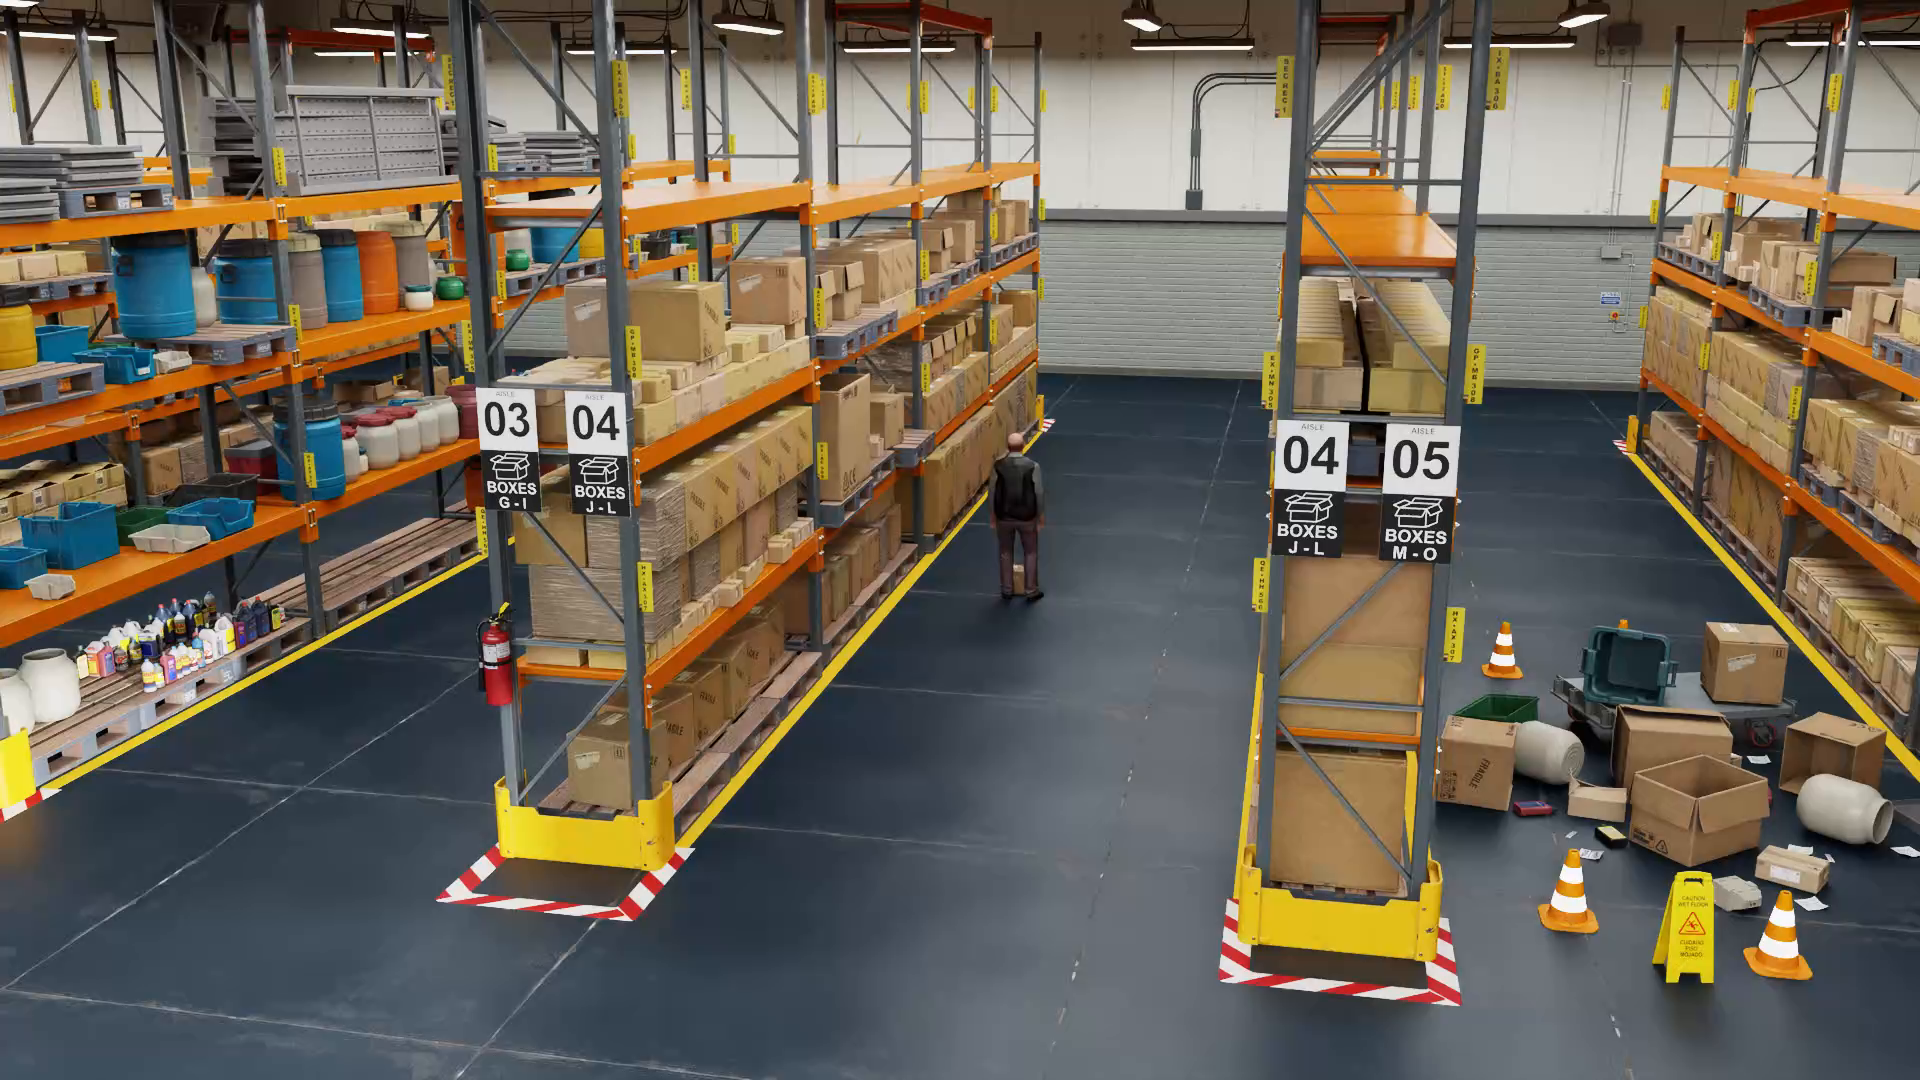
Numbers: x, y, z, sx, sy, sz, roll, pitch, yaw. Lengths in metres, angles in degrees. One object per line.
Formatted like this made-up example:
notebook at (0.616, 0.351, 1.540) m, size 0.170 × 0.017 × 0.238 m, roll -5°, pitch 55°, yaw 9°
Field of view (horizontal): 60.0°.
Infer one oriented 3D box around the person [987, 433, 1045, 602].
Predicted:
person at (0.573, -0.231, 16.952) m, size 0.579 × 1.719 × 0.475 m, roll 2°, pitch 15°, yaw 9°
